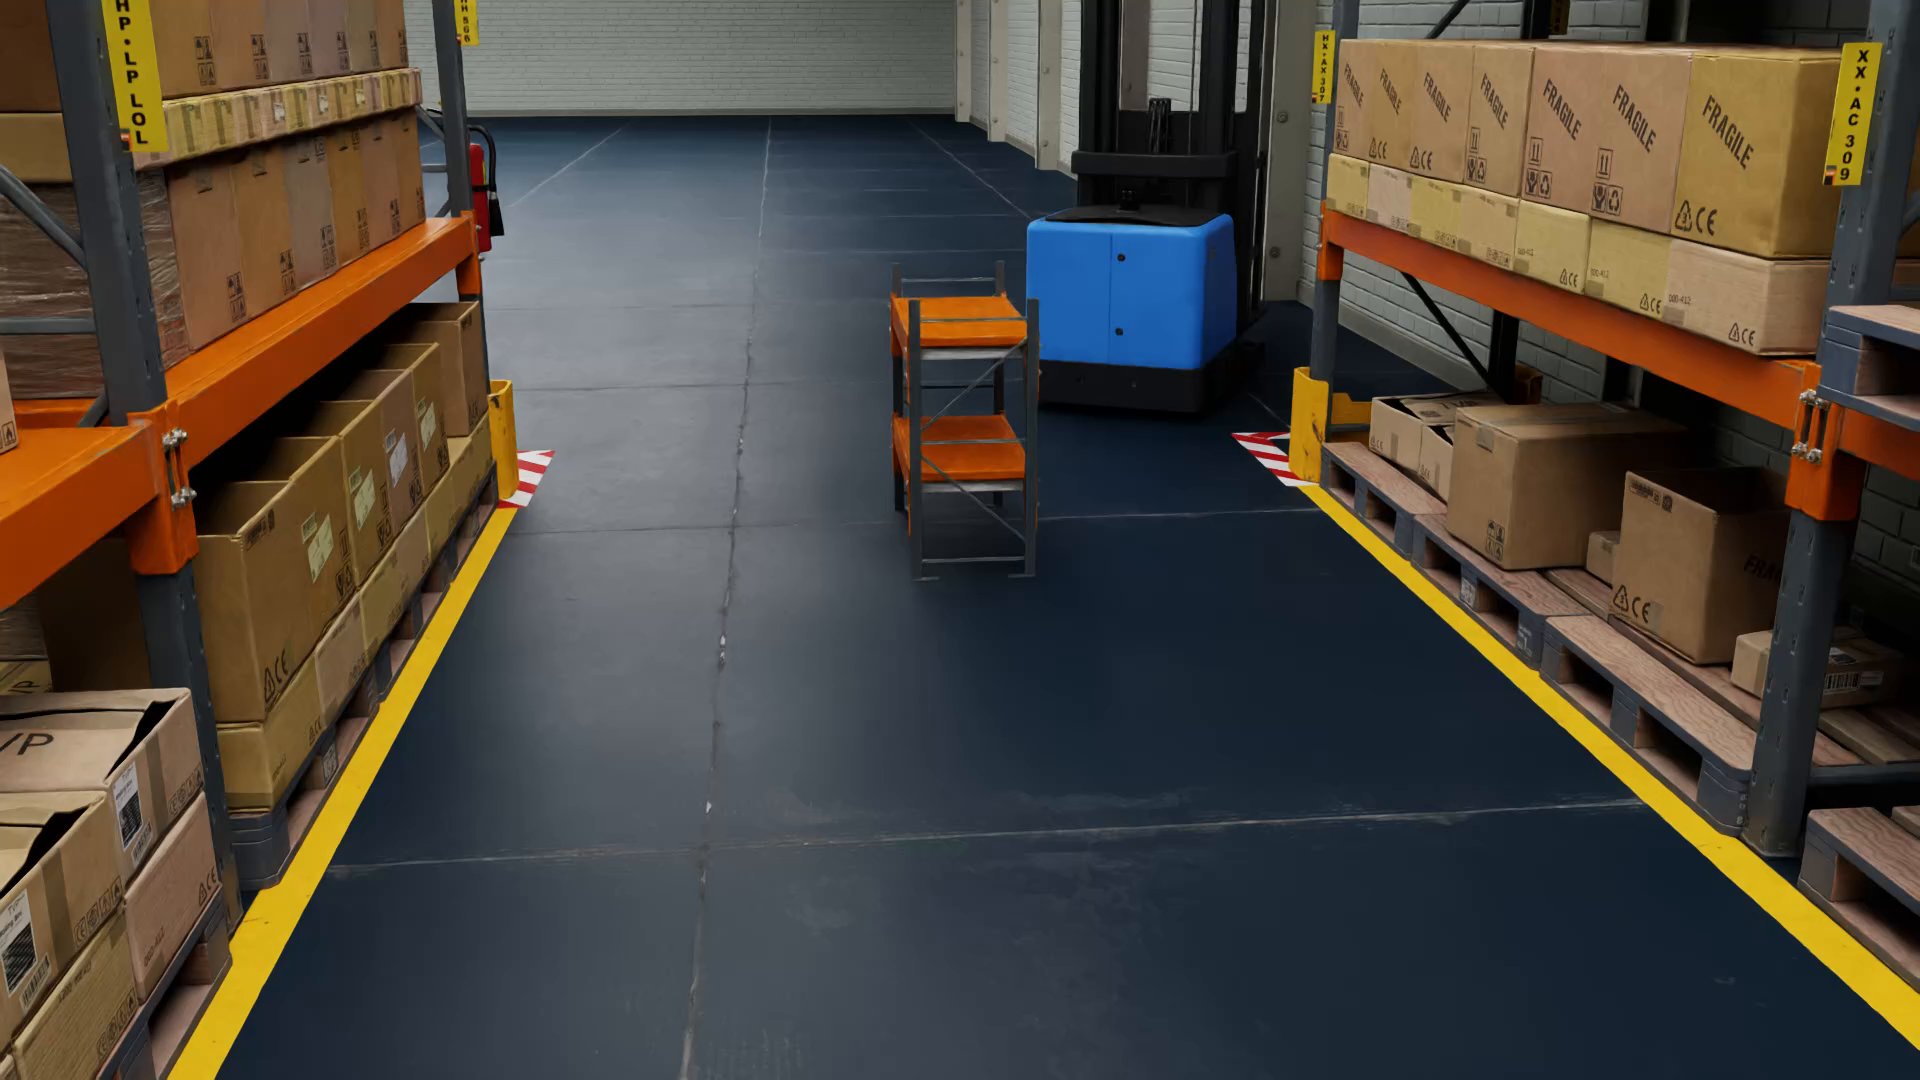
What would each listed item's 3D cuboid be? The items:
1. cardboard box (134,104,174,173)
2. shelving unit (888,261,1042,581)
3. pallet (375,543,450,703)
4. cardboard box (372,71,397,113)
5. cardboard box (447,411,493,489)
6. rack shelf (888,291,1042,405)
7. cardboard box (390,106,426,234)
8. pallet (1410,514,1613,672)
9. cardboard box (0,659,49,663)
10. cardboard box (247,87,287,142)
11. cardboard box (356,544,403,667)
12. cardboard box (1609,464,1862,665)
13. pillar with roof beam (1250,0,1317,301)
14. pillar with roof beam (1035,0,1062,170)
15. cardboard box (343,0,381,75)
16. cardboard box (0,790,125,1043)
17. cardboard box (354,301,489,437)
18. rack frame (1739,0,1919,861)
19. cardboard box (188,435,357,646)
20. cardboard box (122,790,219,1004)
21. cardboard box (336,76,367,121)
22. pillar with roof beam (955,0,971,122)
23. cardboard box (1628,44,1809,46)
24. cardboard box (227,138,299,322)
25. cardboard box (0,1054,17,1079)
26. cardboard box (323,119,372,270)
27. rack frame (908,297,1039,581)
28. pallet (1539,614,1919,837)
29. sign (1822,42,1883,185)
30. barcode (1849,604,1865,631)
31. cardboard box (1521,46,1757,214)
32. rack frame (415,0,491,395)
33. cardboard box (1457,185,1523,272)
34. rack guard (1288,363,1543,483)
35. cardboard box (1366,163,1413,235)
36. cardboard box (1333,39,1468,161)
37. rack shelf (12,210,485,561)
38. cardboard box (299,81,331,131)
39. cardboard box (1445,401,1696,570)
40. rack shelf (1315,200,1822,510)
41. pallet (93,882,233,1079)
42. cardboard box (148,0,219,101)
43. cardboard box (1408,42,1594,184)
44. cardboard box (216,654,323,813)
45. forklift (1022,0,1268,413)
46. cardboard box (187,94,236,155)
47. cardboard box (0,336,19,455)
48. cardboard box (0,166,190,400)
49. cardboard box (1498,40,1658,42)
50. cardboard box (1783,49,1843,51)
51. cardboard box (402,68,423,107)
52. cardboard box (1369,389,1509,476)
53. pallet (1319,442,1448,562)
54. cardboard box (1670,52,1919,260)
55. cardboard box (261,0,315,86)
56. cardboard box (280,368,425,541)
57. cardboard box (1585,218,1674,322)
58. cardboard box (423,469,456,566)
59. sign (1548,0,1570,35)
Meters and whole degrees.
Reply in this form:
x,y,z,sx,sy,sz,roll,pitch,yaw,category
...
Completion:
x,y,z,sx,sy,sz,roll,pitch,yaw,category
-2.146,-0.971,4.012,0.380,0.149,0.250,-2,17,-5,cardboard box
0.001,-0.535,7.002,0.538,1.125,1.048,-2,18,-6,shelving unit
-2.455,0.275,5.949,1.003,0.211,1.213,-2,18,-6,pallet
-2.414,-1.740,6.461,0.380,0.149,0.250,-2,18,-6,cardboard box
-2.349,-0.383,7.277,0.500,0.250,0.500,-2,18,-6,cardboard box
0.001,-0.814,6.915,0.538,0.278,1.000,-2,18,-6,rack shelf
-2.662,-1.553,6.949,0.700,0.500,0.500,-2,18,-6,cardboard box
2.408,0.160,6.315,1.003,0.211,1.213,-2,18,-6,pallet
-2.592,0.378,4.855,0.500,0.250,0.500,-2,18,-6,cardboard box
-2.257,-1.280,4.997,0.380,0.149,0.250,-2,18,-7,cardboard box
-2.124,0.213,5.381,0.500,0.250,0.500,-2,18,-6,cardboard box
2.495,0.068,5.393,0.500,0.500,0.500,-3,18,-10,cardboard box
-1.739,-6.134,11.692,9.100,9.000,0.400,-2,18,-6,pillar with roof beam
-2.977,-9.709,23.080,9.100,9.000,0.400,-2,18,-6,pillar with roof beam
-2.597,-2.000,6.206,0.700,0.500,0.500,-2,18,-7,cardboard box
-1.898,0.658,3.028,0.500,0.311,0.500,-1,17,-4,cardboard box
-2.346,-0.740,7.165,0.500,0.500,0.500,-2,18,-6,cardboard box
2.642,-0.607,4.103,1.000,3.000,0.127,-2,18,-6,rack frame
-2.081,0.004,4.793,0.500,0.500,0.500,-2,18,-6,cardboard box
-1.954,0.773,3.596,0.500,0.250,0.500,-2,18,-6,cardboard box
-2.363,-1.587,5.973,0.380,0.149,0.250,-1,17,-4,cardboard box
-4.215,-13.284,34.468,9.100,9.000,0.400,-2,18,-6,pillar with roof beam
2.641,-1.507,5.933,0.500,0.500,0.500,-2,17,-5,cardboard box
-2.446,-0.939,4.994,0.700,0.500,0.500,-2,17,-5,cardboard box
-1.851,1.076,2.630,0.500,0.250,0.500,-1,17,-4,cardboard box
-2.558,-1.249,5.979,0.700,0.500,0.500,-2,18,-5,cardboard box
0.053,-0.383,6.520,0.500,1.125,0.032,-2,18,-6,rack frame
2.537,0.524,5.155,1.003,0.211,1.213,-2,18,-6,pallet
2.103,-1.001,3.913,0.100,0.325,0.005,-2,18,-6,sign
2.852,0.247,5.290,0.001,0.075,0.075,-2,18,-6,barcode
2.187,-1.333,5.381,0.500,0.500,0.500,-2,18,-7,cardboard box
-2.698,-1.645,7.408,1.000,3.000,0.127,-2,18,-6,rack frame
2.128,-1.125,5.969,0.500,0.250,0.500,-2,18,-5,cardboard box
2.237,-0.584,8.202,1.175,0.500,0.348,-2,18,-6,rack guard
2.031,-1.427,6.933,0.500,0.250,0.500,-2,18,-7,cardboard box
1.979,-1.943,7.324,0.500,0.500,0.500,-2,18,-6,cardboard box
-2.492,-0.706,5.618,1.077,0.370,4.000,-2,18,-6,rack shelf
-2.307,-1.432,5.480,0.380,0.149,0.250,-2,18,-6,cardboard box
2.296,-0.217,6.300,0.700,0.500,0.500,-3,18,-9,cardboard box
2.435,-0.860,6.109,1.077,0.370,4.000,-2,18,-6,rack shelf
-2.170,1.096,3.335,1.003,0.211,1.213,-2,18,-6,pallet
-2.391,-1.402,4.303,0.700,0.500,0.500,-2,18,-6,cardboard box
2.067,-1.641,6.363,0.500,0.500,0.500,-2,18,-7,cardboard box
-2.031,0.511,4.431,0.500,0.250,0.500,-2,18,-6,cardboard box
1.337,-2.504,10.260,1.130,2.935,3.031,6,18,19,forklift
-2.203,-1.126,4.506,0.380,0.149,0.250,-2,18,-6,cardboard box
-2.191,-0.236,3.172,0.500,0.250,0.500,-1,17,-2,cardboard box
-2.337,-0.633,4.018,0.700,0.500,0.500,-2,18,-7,cardboard box
2.531,-1.811,6.901,0.500,0.500,0.500,-2,17,-5,cardboard box
2.751,-1.204,4.968,0.500,0.500,0.500,-2,18,-6,cardboard box
-2.469,-1.894,6.952,0.380,0.149,0.250,-2,18,-7,cardboard box
2.211,-0.517,7.571,0.500,0.311,0.500,-4,18,-12,cardboard box
2.286,-0.203,7.470,1.003,0.211,1.213,-2,18,-6,pallet
2.285,-1.034,4.429,0.500,0.500,0.500,-2,18,-6,cardboard box
-2.493,-1.700,5.252,0.700,0.500,0.500,-2,18,-6,cardboard box
-2.178,-0.294,5.743,0.500,0.500,0.500,-2,18,-6,cardboard box
2.248,-0.826,5.016,0.500,0.250,0.500,-2,18,-5,cardboard box
-2.232,-0.085,6.330,0.500,0.250,0.500,-2,18,-6,cardboard box
2.783,-2.513,7.714,0.100,0.325,0.005,-2,18,-6,sign
